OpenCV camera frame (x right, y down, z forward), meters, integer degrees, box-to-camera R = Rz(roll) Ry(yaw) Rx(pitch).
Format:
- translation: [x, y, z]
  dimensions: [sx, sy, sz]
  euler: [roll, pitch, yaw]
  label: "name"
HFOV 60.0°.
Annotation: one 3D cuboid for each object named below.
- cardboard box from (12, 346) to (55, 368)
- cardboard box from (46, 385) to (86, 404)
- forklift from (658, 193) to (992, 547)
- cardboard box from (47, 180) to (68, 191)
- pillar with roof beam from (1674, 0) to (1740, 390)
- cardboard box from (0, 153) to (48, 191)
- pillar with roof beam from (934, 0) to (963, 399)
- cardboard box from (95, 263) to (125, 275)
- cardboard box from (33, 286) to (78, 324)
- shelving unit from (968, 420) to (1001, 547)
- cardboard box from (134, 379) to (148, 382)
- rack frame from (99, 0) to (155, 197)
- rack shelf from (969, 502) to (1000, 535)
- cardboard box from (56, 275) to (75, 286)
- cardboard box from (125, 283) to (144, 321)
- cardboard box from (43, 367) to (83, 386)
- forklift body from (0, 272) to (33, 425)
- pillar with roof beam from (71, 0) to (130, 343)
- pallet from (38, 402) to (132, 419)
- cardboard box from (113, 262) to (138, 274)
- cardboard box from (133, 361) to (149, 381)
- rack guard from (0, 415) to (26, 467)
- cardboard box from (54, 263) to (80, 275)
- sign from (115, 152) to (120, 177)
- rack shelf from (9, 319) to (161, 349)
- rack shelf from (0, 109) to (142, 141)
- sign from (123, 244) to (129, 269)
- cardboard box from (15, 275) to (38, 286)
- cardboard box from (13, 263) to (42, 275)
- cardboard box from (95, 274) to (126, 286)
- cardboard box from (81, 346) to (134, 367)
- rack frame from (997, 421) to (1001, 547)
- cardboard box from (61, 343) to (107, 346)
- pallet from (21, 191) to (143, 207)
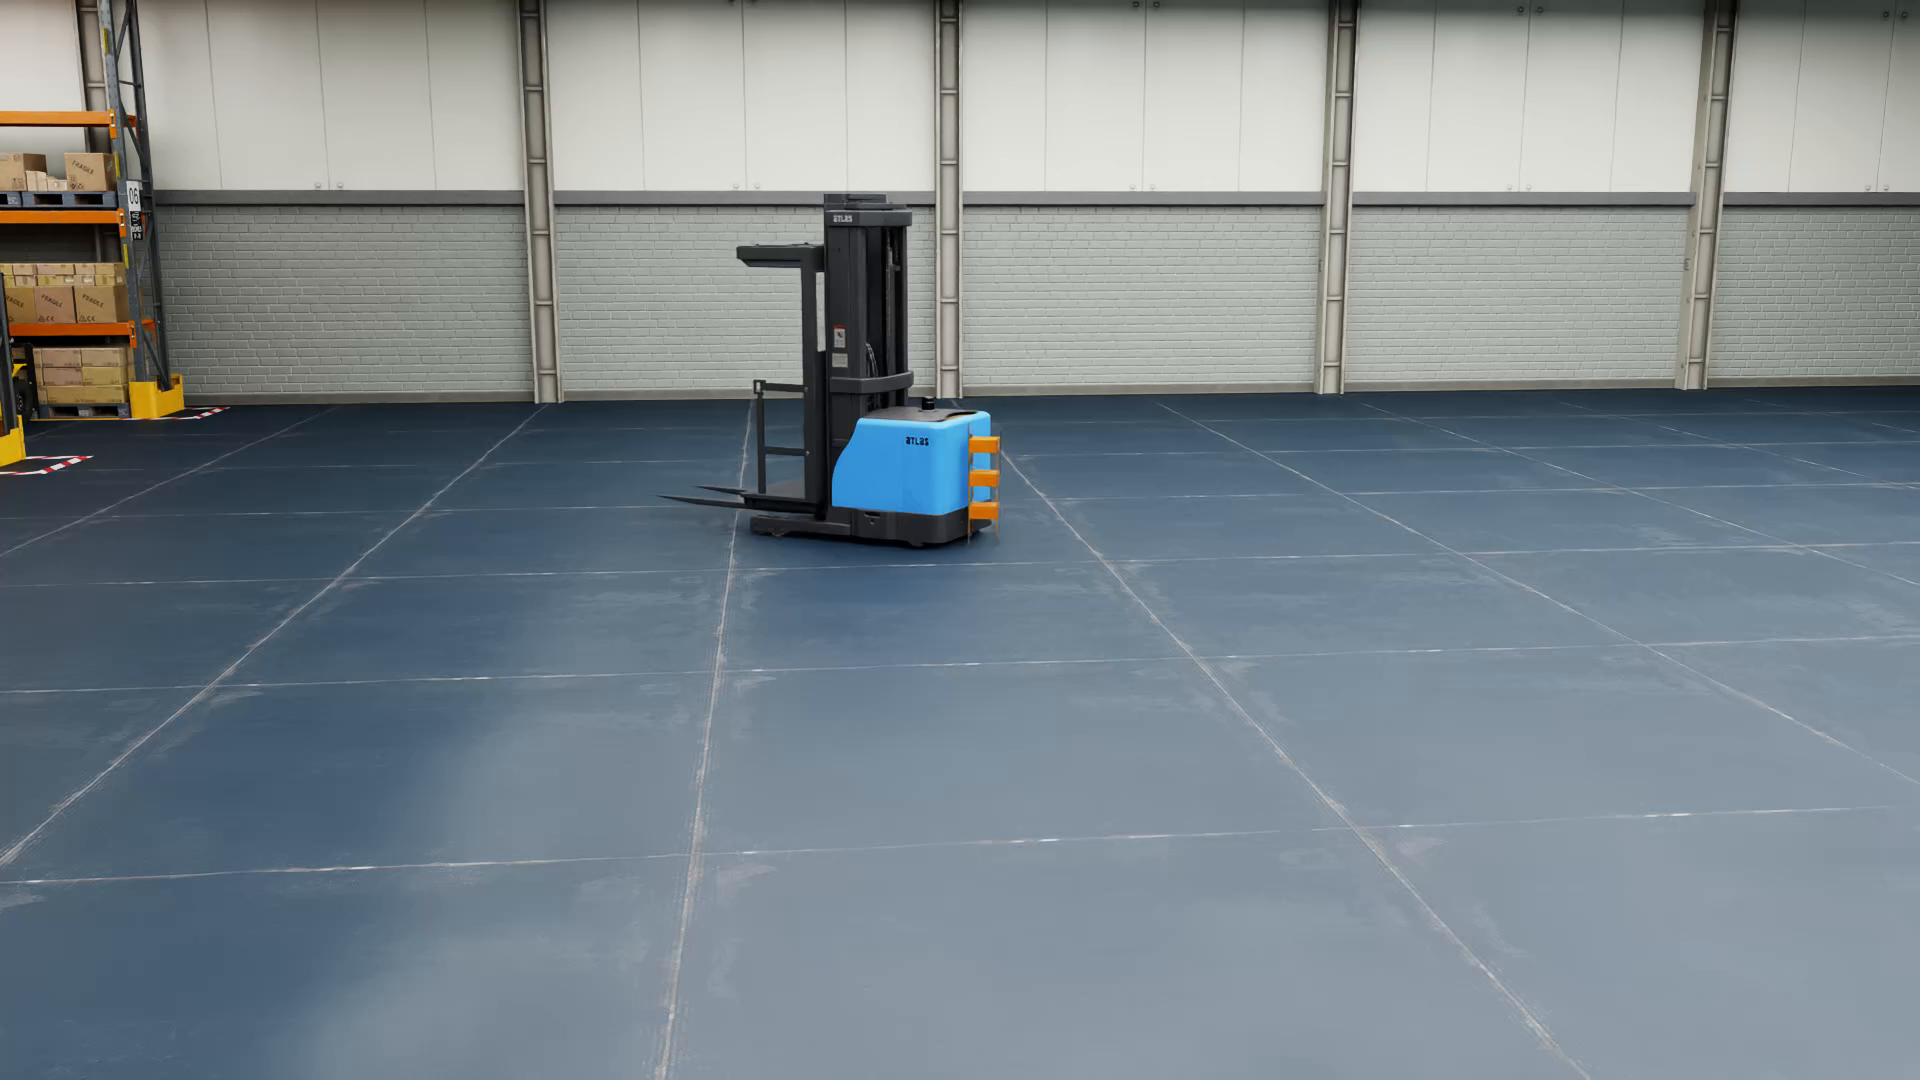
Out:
- translation: [-12.745, -2.507, 22.790]
  dimensions: [0.500, 0.250, 0.500]
  euler: [-1, 11, -5]
  label: "cardboard box"
- translation: [-12.242, -2.031, 22.961]
  dimensions: [0.500, 0.250, 0.500]
  euler: [-1, 11, -6]
  label: "cardboard box"
- translation: [-1.274, -1.553, 14.668]
  dimensions: [3.031, 2.935, 1.130]
  euler: [5, 12, 26]
  label: "forklift"
- translation: [-12.105, -4.781, 22.439]
  dimensions: [0.250, 0.149, 0.380]
  euler: [-2, 11, -8]
  label: "cardboard box"
- translation: [12.221, -6.029, 21.708]
  dimensions: [0.400, 9.000, 9.100]
  euler: [-1, 11, -6]
  label: "pillar with roof beam"
- translation: [-12.757, -4.971, 22.493]
  dimensions: [0.500, 0.500, 0.700]
  euler: [-1, 11, -6]
  label: "cardboard box"
- translation: [0.291, -5.779, 20.437]
  dimensions: [0.400, 9.000, 9.100]
  euler: [-1, 11, -6]
  label: "pillar with roof beam"
- translation: [-11.647, -3.718, 22.793]
  dimensions: [0.250, 0.149, 0.380]
  euler: [-1, 11, -6]
  label: "cardboard box"
- translation: [-12.292, -3.232, 22.774]
  dimensions: [0.500, 0.500, 0.500]
  euler: [-1, 11, -4]
  label: "cardboard box"
- translation: [0.210, -0.479, 14.085]
  dimensions: [0.252, 1.050, 0.215]
  euler: [2, 11, 9]
  label: "shelving unit"
- translation: [-11.823, -2.137, 23.501]
  dimensions: [0.500, 0.250, 0.500]
  euler: [-1, 11, -6]
  label: "cardboard box"
- translation: [-11.314, -6.196, 22.559]
  dimensions: [0.127, 3.000, 1.000]
  euler: [-1, 11, -6]
  label: "rack frame"
- translation: [0.210, -0.196, 14.140]
  dimensions: [0.240, 0.259, 0.215]
  euler: [2, 11, 9]
  label: "rack shelf"
- translation: [-12.144, -3.555, 22.732]
  dimensions: [0.250, 0.149, 0.380]
  euler: [-1, 11, -5]
  label: "cardboard box"
- translation: [-11.836, -3.345, 23.347]
  dimensions: [0.500, 0.500, 0.500]
  euler: [-1, 11, -4]
  label: "cardboard box"
- translation: [-12.264, -2.277, 22.915]
  dimensions: [0.500, 0.250, 0.500]
  euler: [-1, 11, -7]
  label: "cardboard box"
- translation: [-13.002, -2.447, 21.239]
  dimensions: [1.214, 2.155, 2.313]
  euler: [-1, 11, -6]
  label: "forklift body"
- translation: [-11.638, -5.529, 19.165]
  dimensions: [0.400, 9.000, 9.100]
  euler: [-1, 11, -6]
  label: "pillar with roof beam"
- translation: [-12.070, -1.861, 23.285]
  dimensions: [1.213, 0.211, 1.003]
  euler: [-1, 11, -6]
  label: "pallet"
- translation: [-11.671, -3.800, 23.210]
  dimensions: [0.250, 0.149, 0.380]
  euler: [-1, 11, -7]
  label: "cardboard box"
- translation: [-11.804, -2.385, 23.467]
  dimensions: [0.500, 0.250, 0.500]
  euler: [-1, 11, -5]
  label: "cardboard box"
- translation: [-10.850, -1.073, 18.529]
  dimensions: [0.348, 0.500, 1.175]
  euler: [-1, 11, -6]
  label: "rack guard"
- translation: [-12.146, -3.696, 22.683]
  dimensions: [0.250, 0.149, 0.380]
  euler: [-1, 11, -5]
  label: "cardboard box"
- translation: [-11.269, -5.016, 22.240]
  dimensions: [0.005, 0.325, 0.100]
  euler: [-1, 11, -6]
  label: "sign"
- translation: [-13.302, -2.858, 22.995]
  dimensions: [4.000, 0.370, 1.077]
  euler: [-1, 11, -6]
  label: "rack shelf"
- translation: [-13.302, -5.606, 22.455]
  dimensions: [4.000, 0.370, 1.077]
  euler: [-1, 11, -6]
  label: "rack shelf"
- translation: [-11.269, -3.833, 22.473]
  dimensions: [0.005, 0.325, 0.100]
  euler: [-1, 11, -6]
  label: "sign"
- translation: [-12.652, -3.537, 22.642]
  dimensions: [0.250, 0.149, 0.380]
  euler: [-2, 11, -8]
  label: "cardboard box"
- translation: [-12.649, -3.679, 22.593]
  dimensions: [0.250, 0.149, 0.380]
  euler: [-1, 11, -5]
  label: "cardboard box"
- translation: [-11.628, -3.559, 22.756]
  dimensions: [0.250, 0.149, 0.380]
  euler: [-1, 11, -5]
  label: "cardboard box"
- translation: [-11.738, -2.531, 22.913]
  dimensions: [0.500, 0.250, 0.500]
  euler: [-1, 11, -4]
  label: "cardboard box"
- translation: [0.331, -0.476, 14.066]
  dimensions: [0.008, 1.050, 0.200]
  euler: [2, 11, 9]
  label: "rack frame"
- translation: [-12.308, -2.615, 23.343]
  dimensions: [0.500, 0.250, 0.500]
  euler: [-1, 11, -6]
  label: "cardboard box"
- translation: [-12.020, -4.672, 22.807]
  dimensions: [1.213, 0.211, 1.003]
  euler: [-1, 11, -6]
  label: "pallet"
